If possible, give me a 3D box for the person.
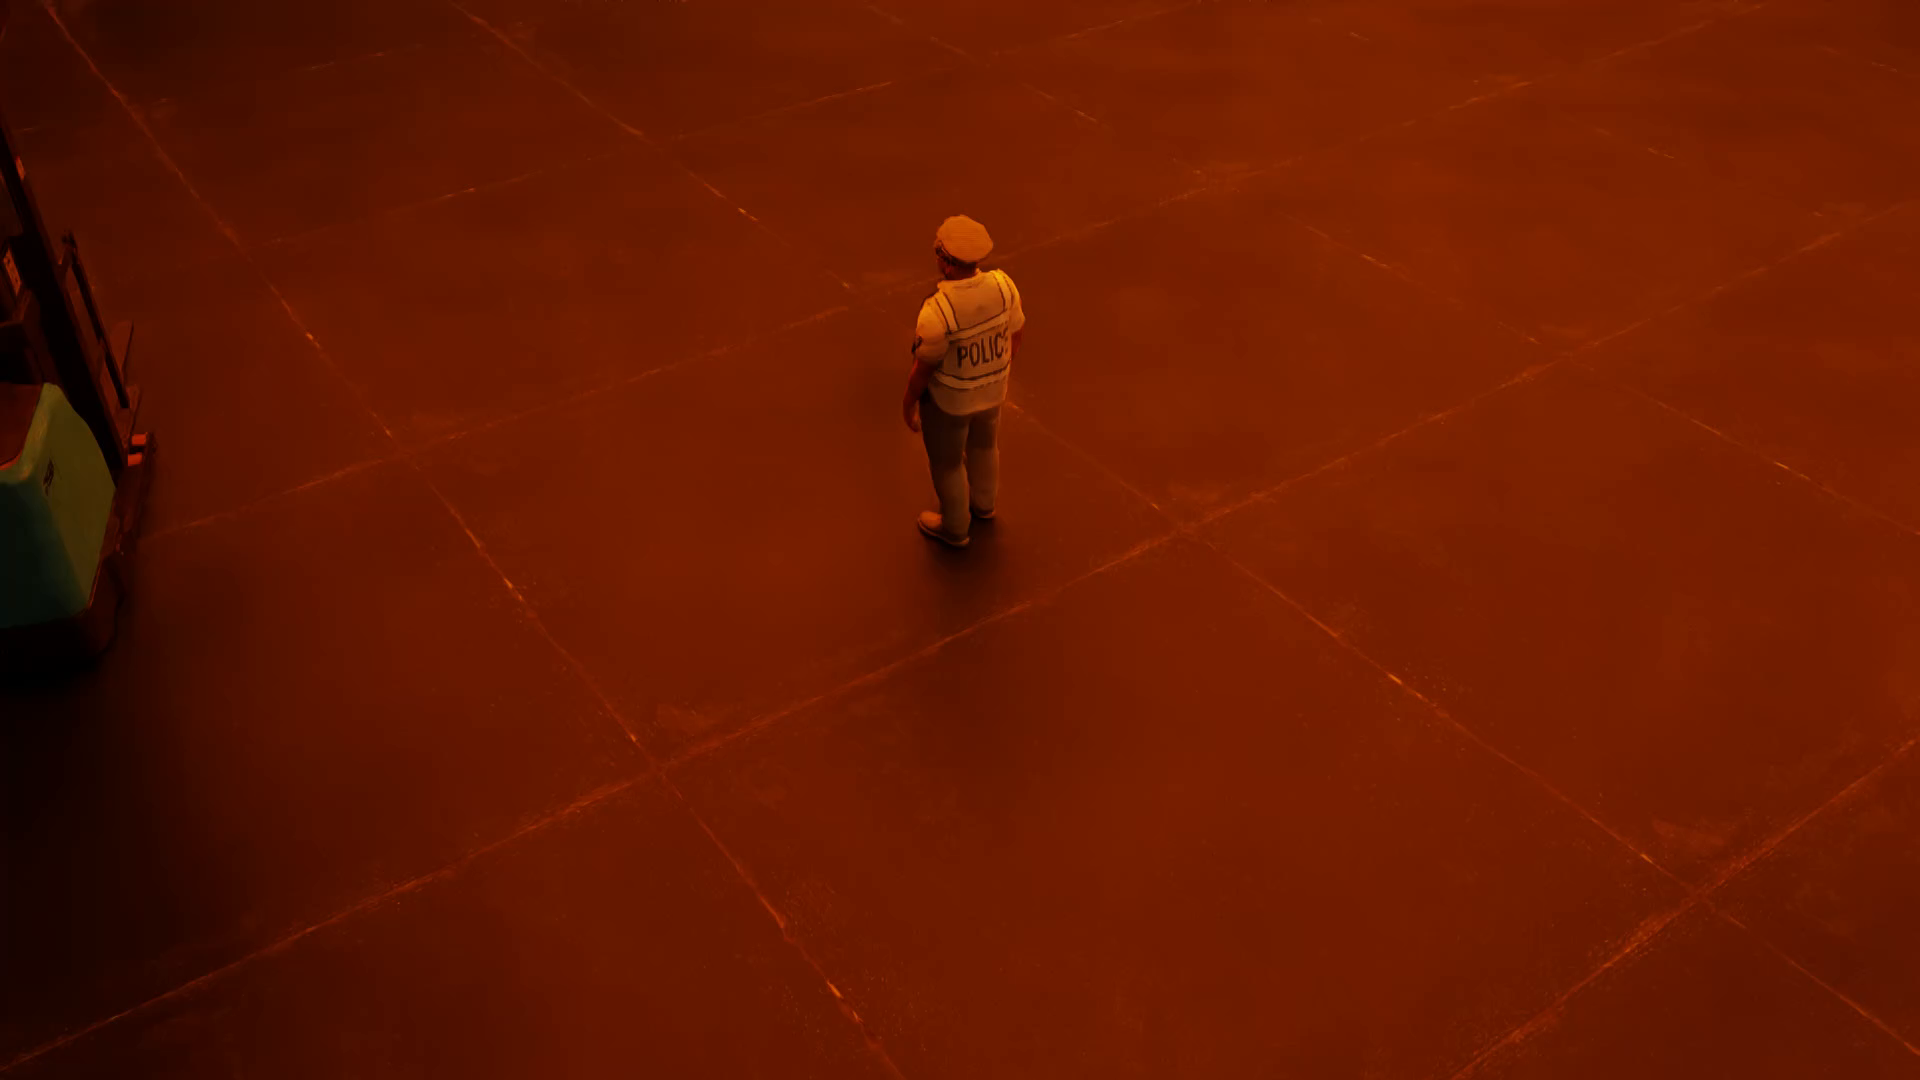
[{"bbox_3d":[-0.036,-0.765,7.932,0.640,1.781,0.574,-23,42,-28],"label":"person"}]

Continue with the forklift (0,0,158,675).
[{"bbox_3d":[-4.799,-1.368,7.795,1.130,2.935,3.031,-9,37,-12],"label":"forklift"}]
